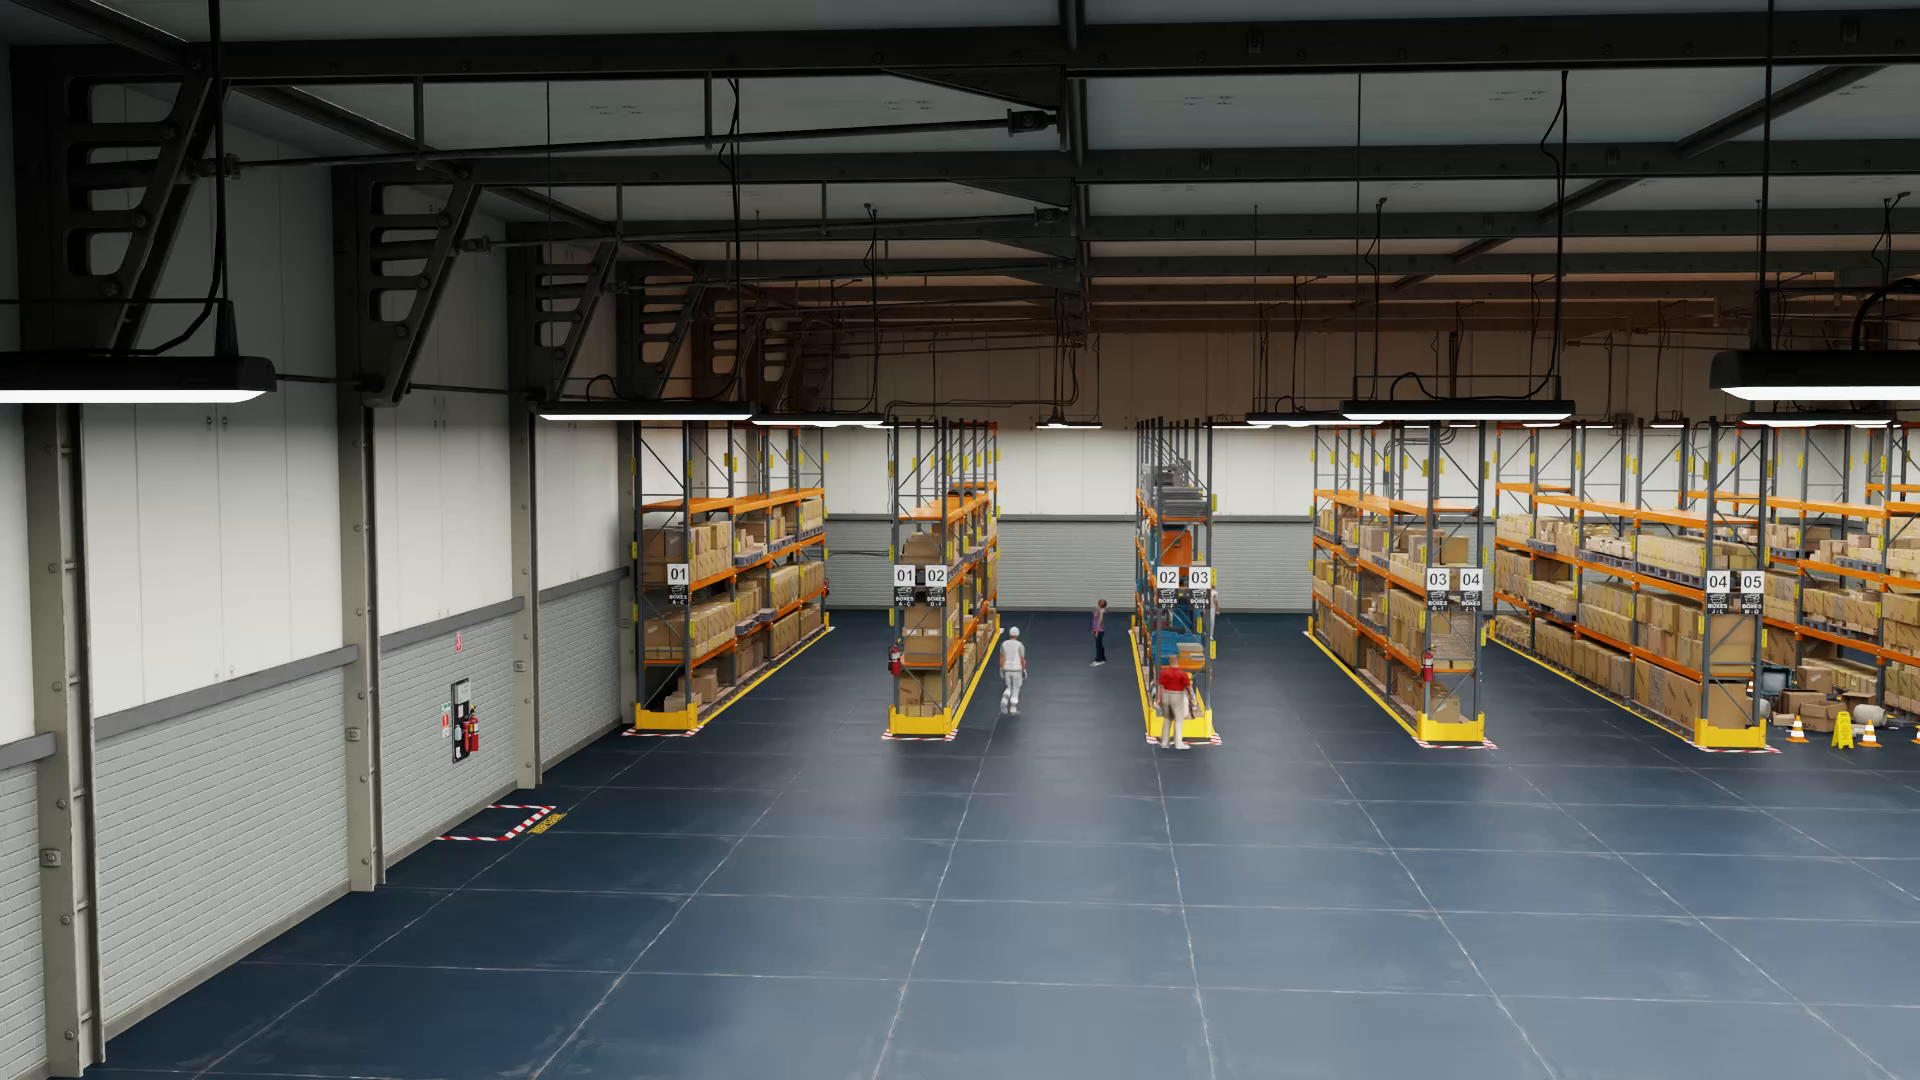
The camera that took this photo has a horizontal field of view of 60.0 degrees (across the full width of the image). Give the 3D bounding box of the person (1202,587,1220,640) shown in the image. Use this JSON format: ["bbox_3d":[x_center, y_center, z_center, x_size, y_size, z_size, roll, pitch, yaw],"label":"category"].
[{"bbox_3d":[6.856,1.922,45.767,0.575,1.617,0.954,0,4,5],"label":"person"}]

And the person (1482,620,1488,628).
[{"bbox_3d":[14.573,1.811,47.407,0.901,1.620,0.552,0,4,3],"label":"person"}]

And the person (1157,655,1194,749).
[{"bbox_3d":[3.884,2.932,29.932,0.584,1.782,0.545,3,5,41],"label":"person"}]

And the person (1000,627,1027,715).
[{"bbox_3d":[1.061,2.631,33.418,0.541,1.784,0.497,3,5,38],"label":"person"}]

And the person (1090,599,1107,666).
[{"bbox_3d":[3.307,2.207,39.873,0.471,1.609,0.437,-1,4,-16],"label":"person"}]
